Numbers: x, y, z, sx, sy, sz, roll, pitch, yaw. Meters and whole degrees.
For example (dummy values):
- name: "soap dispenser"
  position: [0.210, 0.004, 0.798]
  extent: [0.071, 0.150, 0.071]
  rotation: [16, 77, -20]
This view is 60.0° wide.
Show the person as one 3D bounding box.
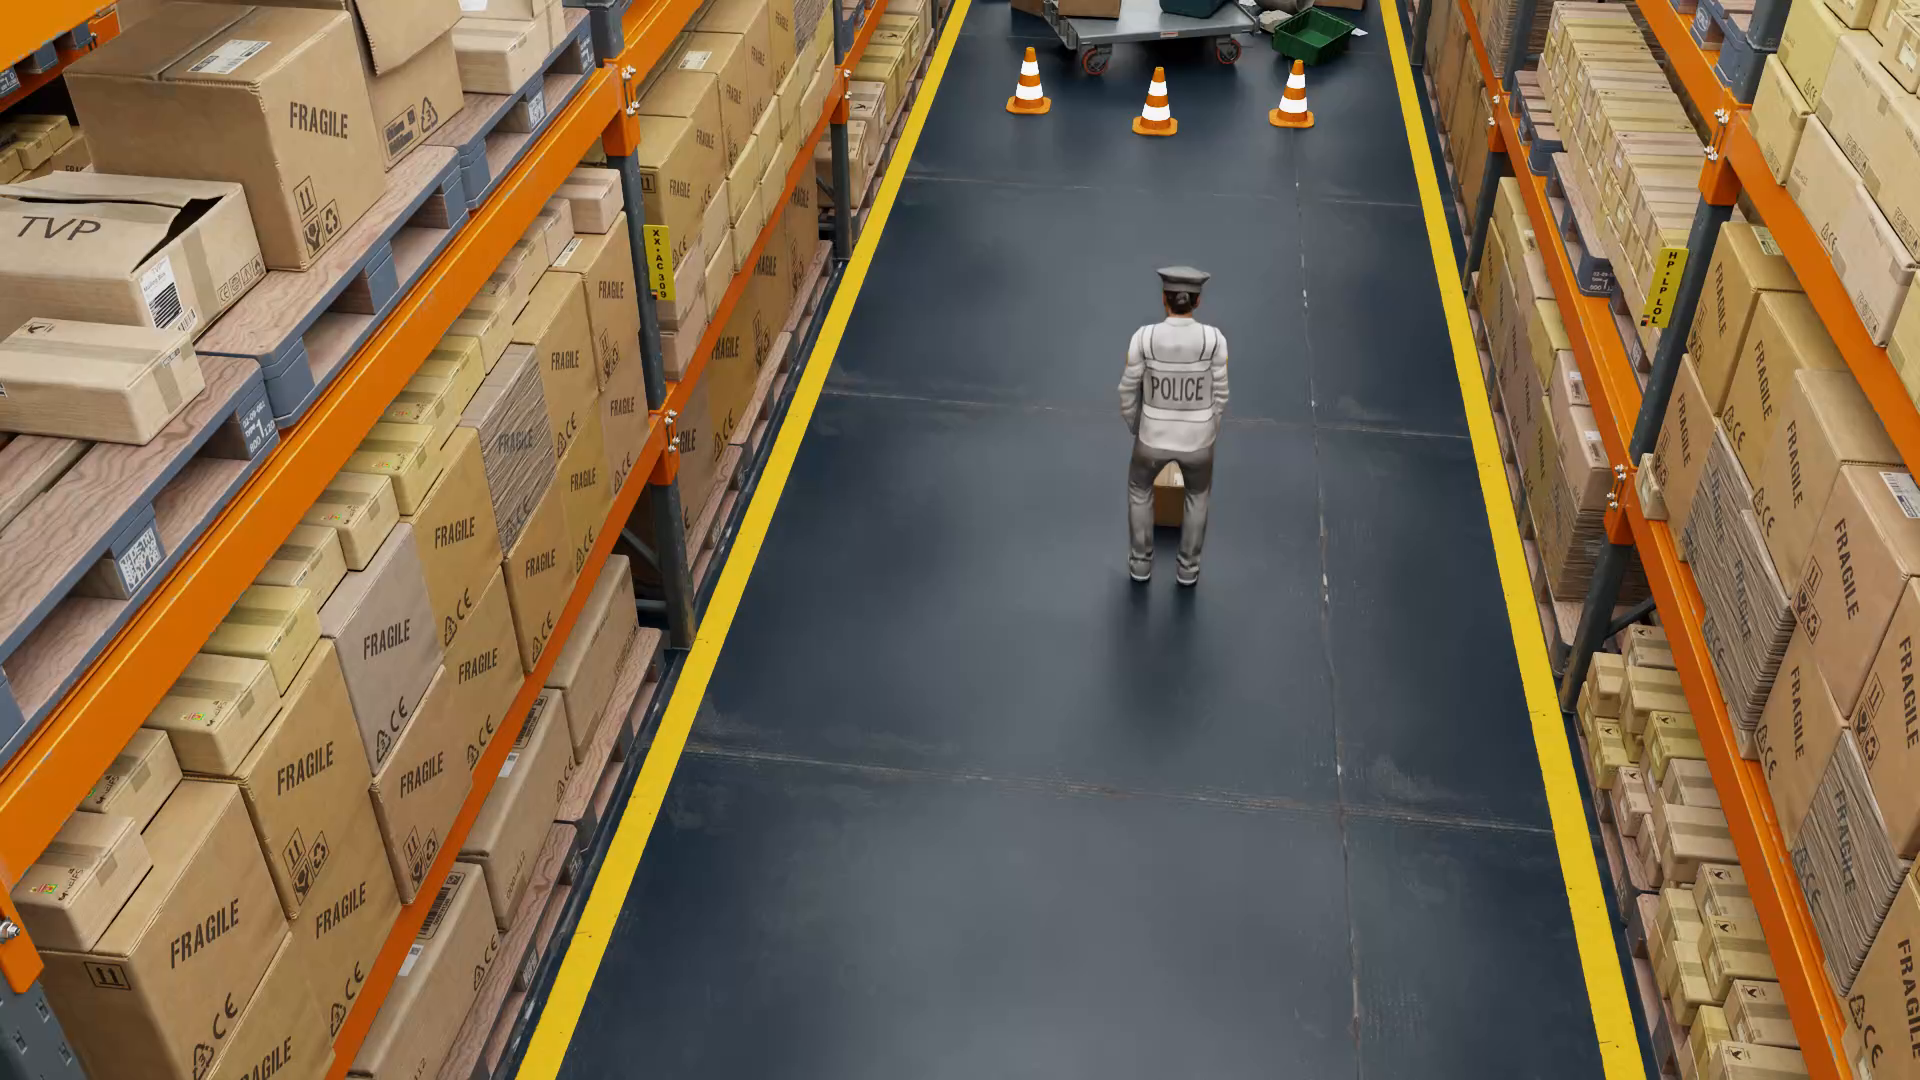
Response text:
- name: "person"
  position: [0.984, -0.513, 7.797]
  extent: [0.508, 1.604, 0.485]
  rotation: [5, 37, 7]
